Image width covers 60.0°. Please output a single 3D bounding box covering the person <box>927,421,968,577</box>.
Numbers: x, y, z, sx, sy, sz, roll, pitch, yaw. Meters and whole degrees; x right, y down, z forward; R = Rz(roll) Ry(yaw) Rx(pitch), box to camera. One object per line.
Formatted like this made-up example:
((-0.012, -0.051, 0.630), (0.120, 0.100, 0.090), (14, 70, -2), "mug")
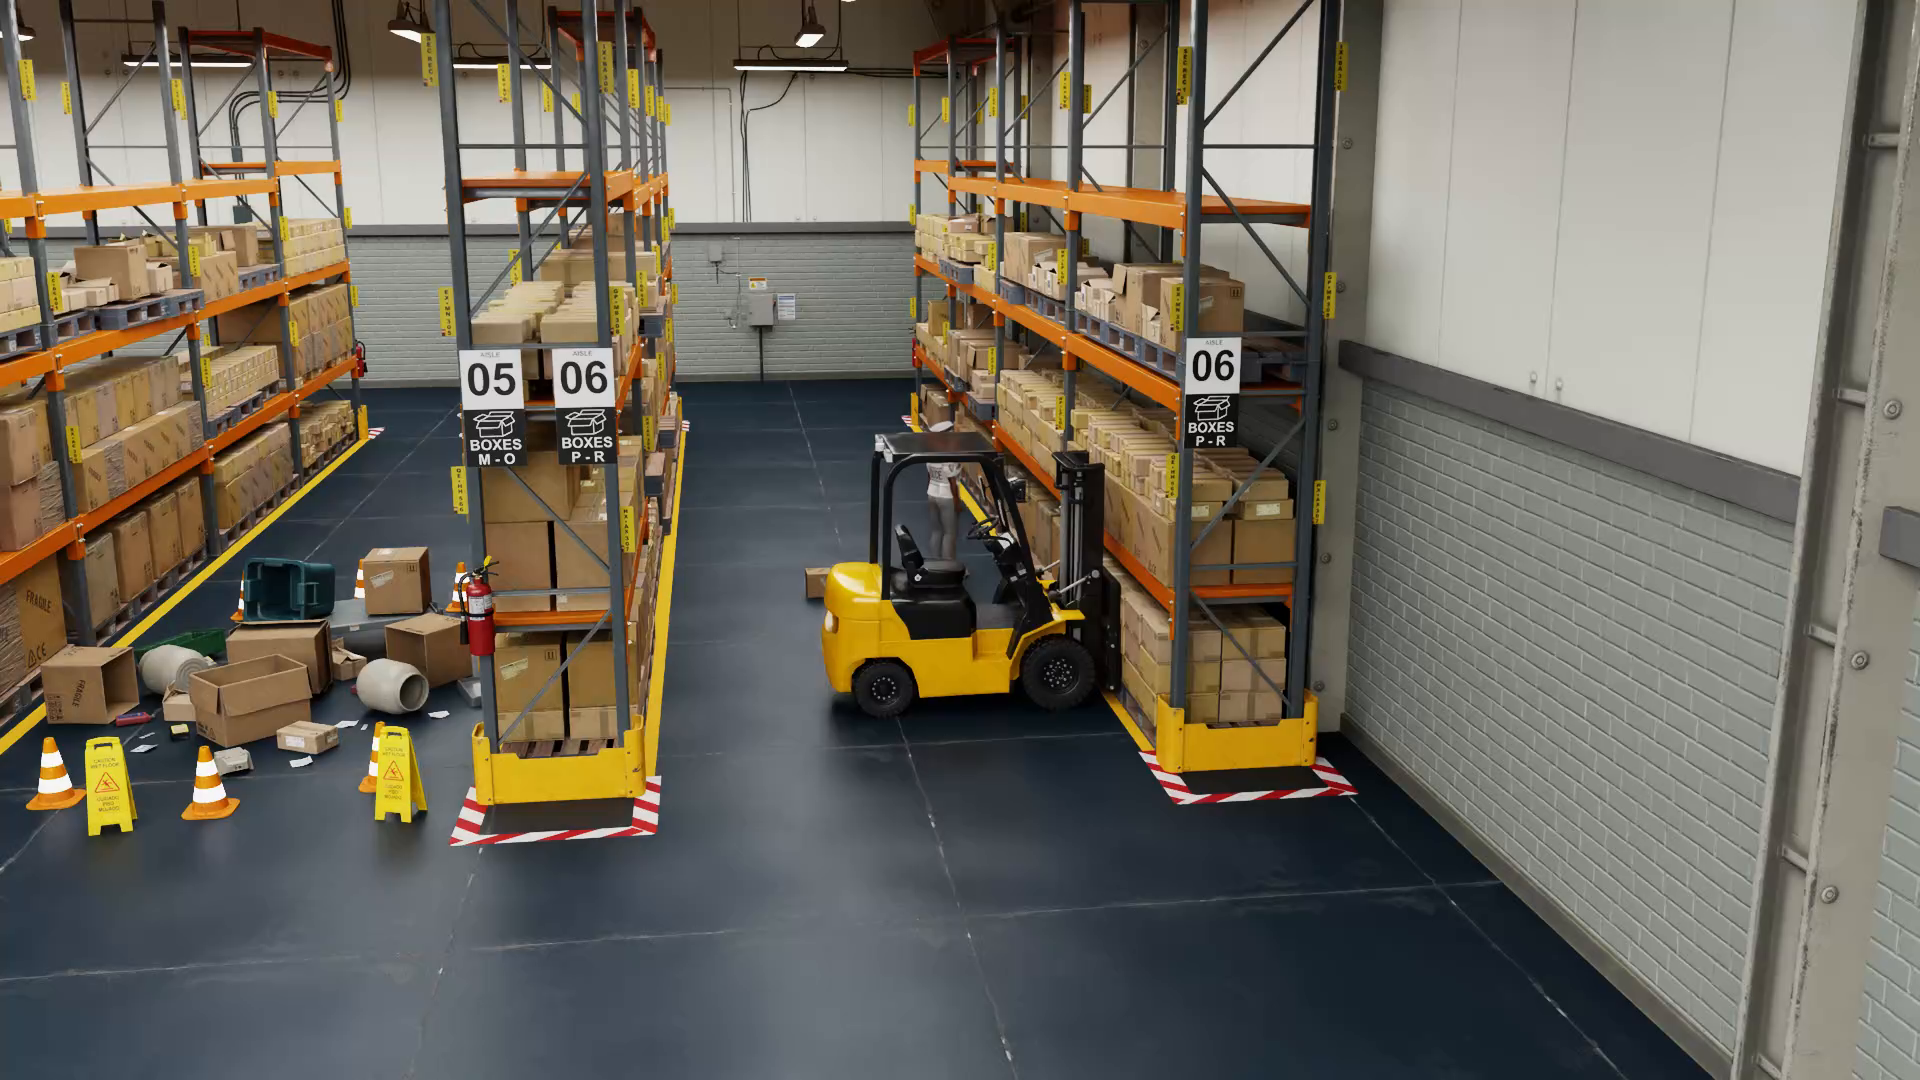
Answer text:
((-0.148, -0.430, 17.748), (0.361, 1.694, 0.448), (-8, 16, -31), "person")
